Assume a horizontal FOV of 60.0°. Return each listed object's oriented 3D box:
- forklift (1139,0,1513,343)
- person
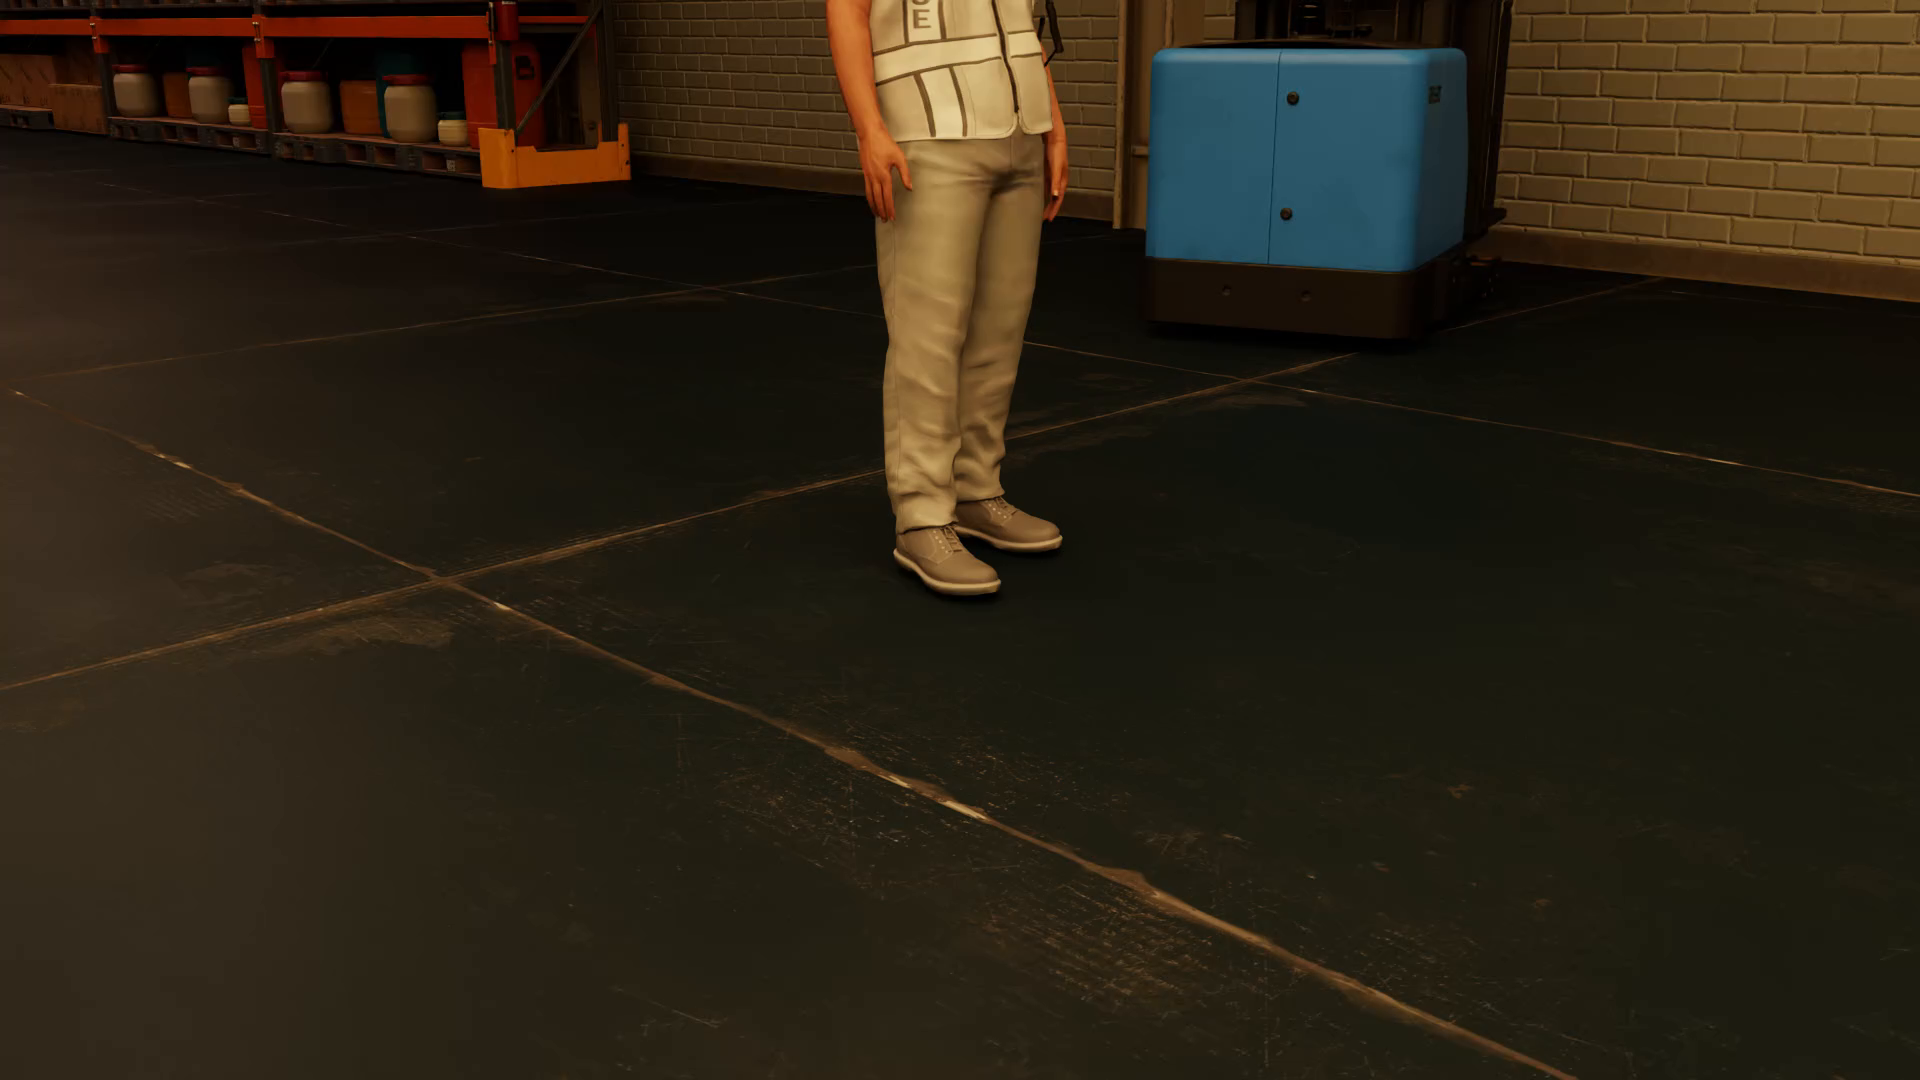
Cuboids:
[{"bbox_3d":[1.799,-2.514,7.074,1.130,2.935,3.031,8,19,25],"label":"forklift"},{"bbox_3d":[0.048,-0.841,3.570,0.574,1.781,0.641,16,23,42],"label":"person"}]
